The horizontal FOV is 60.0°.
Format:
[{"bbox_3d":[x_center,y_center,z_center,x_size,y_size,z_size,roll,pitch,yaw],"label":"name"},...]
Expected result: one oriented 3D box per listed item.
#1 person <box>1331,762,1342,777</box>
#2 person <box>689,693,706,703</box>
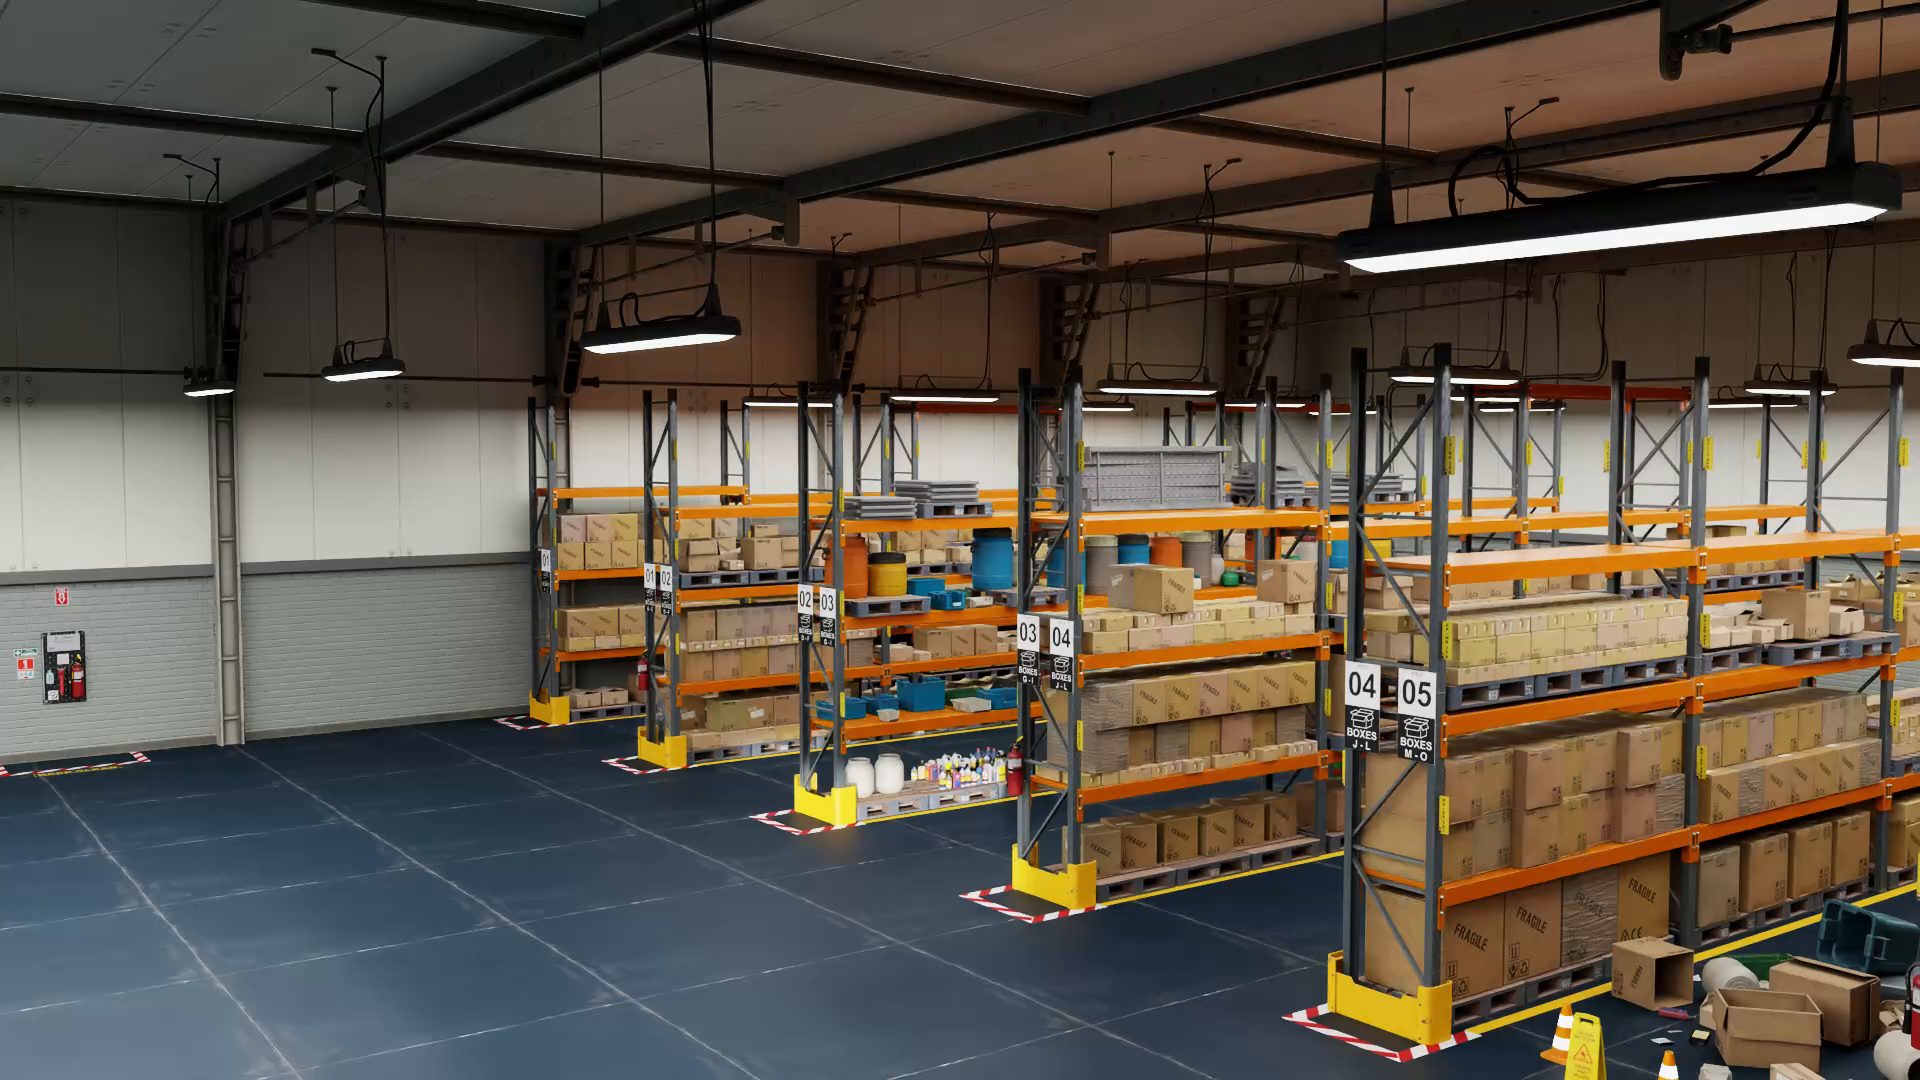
[{"bbox_3d":[5.574,2.811,24.536,0.391,1.795,0.595,2,4,28],"label":"person"},{"bbox_3d":[-4.795,2.513,29.666,0.525,1.765,0.537,0,3,-4],"label":"person"}]
